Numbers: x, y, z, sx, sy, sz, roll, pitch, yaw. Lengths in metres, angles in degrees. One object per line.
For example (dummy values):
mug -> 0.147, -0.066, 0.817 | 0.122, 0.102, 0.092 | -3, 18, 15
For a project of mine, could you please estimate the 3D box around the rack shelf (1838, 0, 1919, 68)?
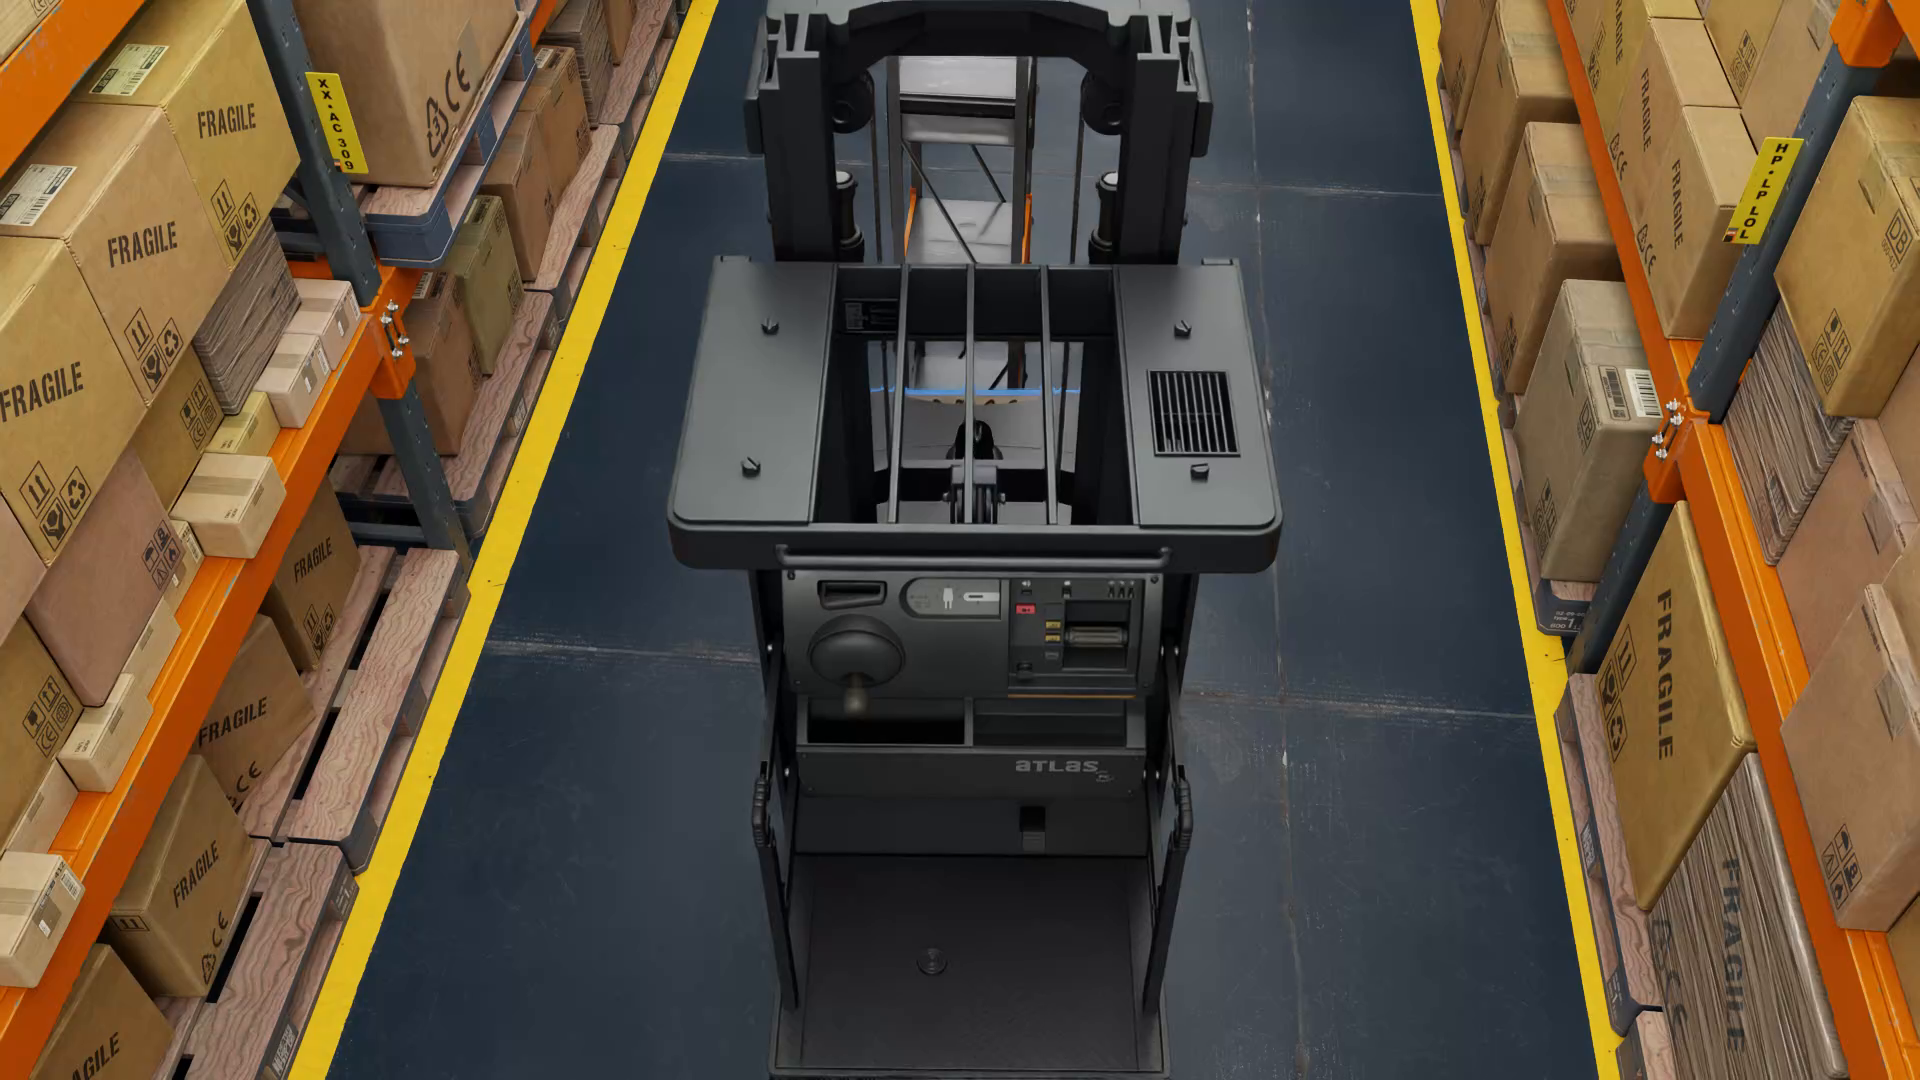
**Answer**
rack shelf -> 2.442, 0.192, 2.497 | 1.077, 0.370, 4.000 | 4, 48, 4

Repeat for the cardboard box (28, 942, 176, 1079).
cardboard box -> -2.501, 1.367, 4.376 | 0.500, 0.500, 0.500 | 8, 48, 7

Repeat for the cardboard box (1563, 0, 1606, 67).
cardboard box -> 2.541, -2.059, 6.033 | 0.500, 0.500, 0.500 | 3, 48, 3

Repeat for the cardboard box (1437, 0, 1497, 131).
cardboard box -> 2.843, -2.389, 7.642 | 1.050, 0.750, 0.750 | 3, 48, 3

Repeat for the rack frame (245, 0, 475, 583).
rack frame -> -2.306, -0.916, 5.055 | 1.000, 3.000, 0.127 | 4, 48, 4

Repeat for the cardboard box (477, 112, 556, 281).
cardboard box -> -2.116, -1.431, 6.922 | 0.700, 0.500, 0.500 | 0, 48, 0

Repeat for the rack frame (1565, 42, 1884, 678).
rack frame -> 2.624, -0.508, 4.682 | 1.000, 3.000, 0.127 | 4, 48, 4

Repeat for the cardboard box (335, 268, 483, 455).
cardboard box -> -2.229, -0.671, 6.227 | 0.700, 0.500, 0.500 | 1, 48, 1

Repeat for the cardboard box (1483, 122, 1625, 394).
cardboard box -> 2.683, -1.062, 6.428 | 1.050, 0.750, 0.750 | 4, 48, 4

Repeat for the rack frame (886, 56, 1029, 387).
rack frame -> -0.007, -0.651, 5.422 | 0.400, 2.100, 0.015 | 4, 48, 4

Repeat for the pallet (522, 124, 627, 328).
pallet -> -2.128, -1.446, 7.430 | 1.003, 0.211, 1.213 | 4, 48, 4

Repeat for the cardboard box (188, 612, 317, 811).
cardboard box -> -2.427, 0.498, 5.171 | 0.500, 0.500, 0.500 | 18, 50, 16

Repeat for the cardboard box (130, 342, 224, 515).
cardboard box -> -2.489, -0.359, 4.276 | 0.875, 0.500, 0.500 | 4, 48, 4

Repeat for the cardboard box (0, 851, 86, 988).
cardboard box -> -2.174, 0.819, 3.639 | 0.380, 0.149, 0.250 | 4, 48, 4

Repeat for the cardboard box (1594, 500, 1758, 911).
cardboard box -> 2.497, 0.524, 4.893 | 0.875, 0.875, 0.875 | 5, 48, 4

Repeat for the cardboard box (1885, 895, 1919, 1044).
cardboard box -> 2.460, 0.904, 3.289 | 0.875, 0.550, 0.500 | 4, 48, 4

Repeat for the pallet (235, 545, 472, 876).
pallet -> -2.332, 0.521, 5.631 | 1.003, 0.211, 1.213 | 4, 48, 4

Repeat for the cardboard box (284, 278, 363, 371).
cardboard box -> -2.033, -0.654, 4.985 | 0.380, 0.149, 0.250 | 4, 48, 4

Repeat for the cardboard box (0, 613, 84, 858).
cardboard box -> -2.521, 0.380, 3.600 | 0.875, 0.500, 0.500 | 4, 48, 4

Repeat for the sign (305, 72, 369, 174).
sign -> -1.765, -1.178, 4.708 | 0.100, 0.325, 0.005 | 4, 48, 4

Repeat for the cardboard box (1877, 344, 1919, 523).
cardboard box -> 2.622, -0.243, 3.606 | 0.875, 0.550, 0.550 | 4, 48, 4

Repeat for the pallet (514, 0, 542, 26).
pallet -> -2.081, -2.333, 6.481 | 1.003, 0.211, 1.213 | 4, 48, 4

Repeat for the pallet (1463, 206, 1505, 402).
pallet -> 2.728, -1.038, 7.057 | 1.003, 0.211, 1.213 | 4, 48, 4

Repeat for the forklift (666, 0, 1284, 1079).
forklift -> 0.030, 0.337, 3.955 | 1.130, 2.935, 3.031 | 0, 48, 0

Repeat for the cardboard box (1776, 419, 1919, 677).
cardboard box -> 2.575, 0.119, 4.007 | 0.875, 0.550, 0.550 | 4, 48, 4

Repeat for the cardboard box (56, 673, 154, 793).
cardboard box -> -2.184, 0.448, 3.978 | 0.380, 0.149, 0.250 | 4, 48, 4

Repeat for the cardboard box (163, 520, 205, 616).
cardboard box -> -2.214, 0.075, 4.319 | 0.380, 0.149, 0.250 | 4, 48, 4

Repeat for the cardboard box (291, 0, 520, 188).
cardboard box -> -2.094, -1.835, 5.204 | 1.000, 1.000, 1.000 | 4, 48, 4

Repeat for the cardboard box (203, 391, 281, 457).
cardboard box -> -2.148, -0.291, 4.654 | 0.380, 0.149, 0.250 | 4, 48, 4

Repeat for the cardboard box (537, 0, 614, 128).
cardboard box -> -2.021, -2.258, 7.678 | 0.700, 0.500, 0.500 | 0, 48, 0

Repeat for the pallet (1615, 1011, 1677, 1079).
pallet -> 2.368, 1.885, 4.383 | 1.003, 0.211, 1.213 | 4, 48, 4

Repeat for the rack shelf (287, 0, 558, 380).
rack shelf -> -2.124, -2.143, 6.665 | 1.077, 0.370, 4.000 | 4, 48, 4

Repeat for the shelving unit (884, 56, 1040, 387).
shelving unit -> 0.015, -0.830, 5.586 | 0.431, 2.100, 0.503 | 4, 48, 4

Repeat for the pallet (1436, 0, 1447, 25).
pallet -> 3.061, -3.081, 8.925 | 1.003, 0.211, 1.213 | 4, 48, 4

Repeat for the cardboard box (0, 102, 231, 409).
cardboard box -> -2.117, -0.671, 3.884 | 0.500, 0.500, 0.500 | 4, 48, 4

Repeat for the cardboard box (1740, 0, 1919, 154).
cardboard box -> 2.663, -1.245, 4.610 | 0.700, 0.500, 0.500 | 3, 48, 3

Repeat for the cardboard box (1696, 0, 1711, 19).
cardboard box -> 2.755, -1.994, 5.296 | 0.700, 0.500, 0.500 | 4, 48, 4

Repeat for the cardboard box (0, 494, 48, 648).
cardboard box -> -2.213, 0.063, 3.212 | 0.500, 0.500, 0.500 | 4, 48, 4

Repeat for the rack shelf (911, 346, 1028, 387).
rack shelf -> 0.015, -0.349, 6.113 | 0.431, 0.518, 0.480 | 4, 48, 4

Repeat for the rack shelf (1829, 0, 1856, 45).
rack shelf -> 2.806, -2.748, 5.185 | 1.077, 0.370, 4.000 | 4, 48, 4

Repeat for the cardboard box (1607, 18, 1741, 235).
cardboard box -> 2.451, -1.315, 5.352 | 0.500, 0.500, 0.500 | 3, 48, 3
